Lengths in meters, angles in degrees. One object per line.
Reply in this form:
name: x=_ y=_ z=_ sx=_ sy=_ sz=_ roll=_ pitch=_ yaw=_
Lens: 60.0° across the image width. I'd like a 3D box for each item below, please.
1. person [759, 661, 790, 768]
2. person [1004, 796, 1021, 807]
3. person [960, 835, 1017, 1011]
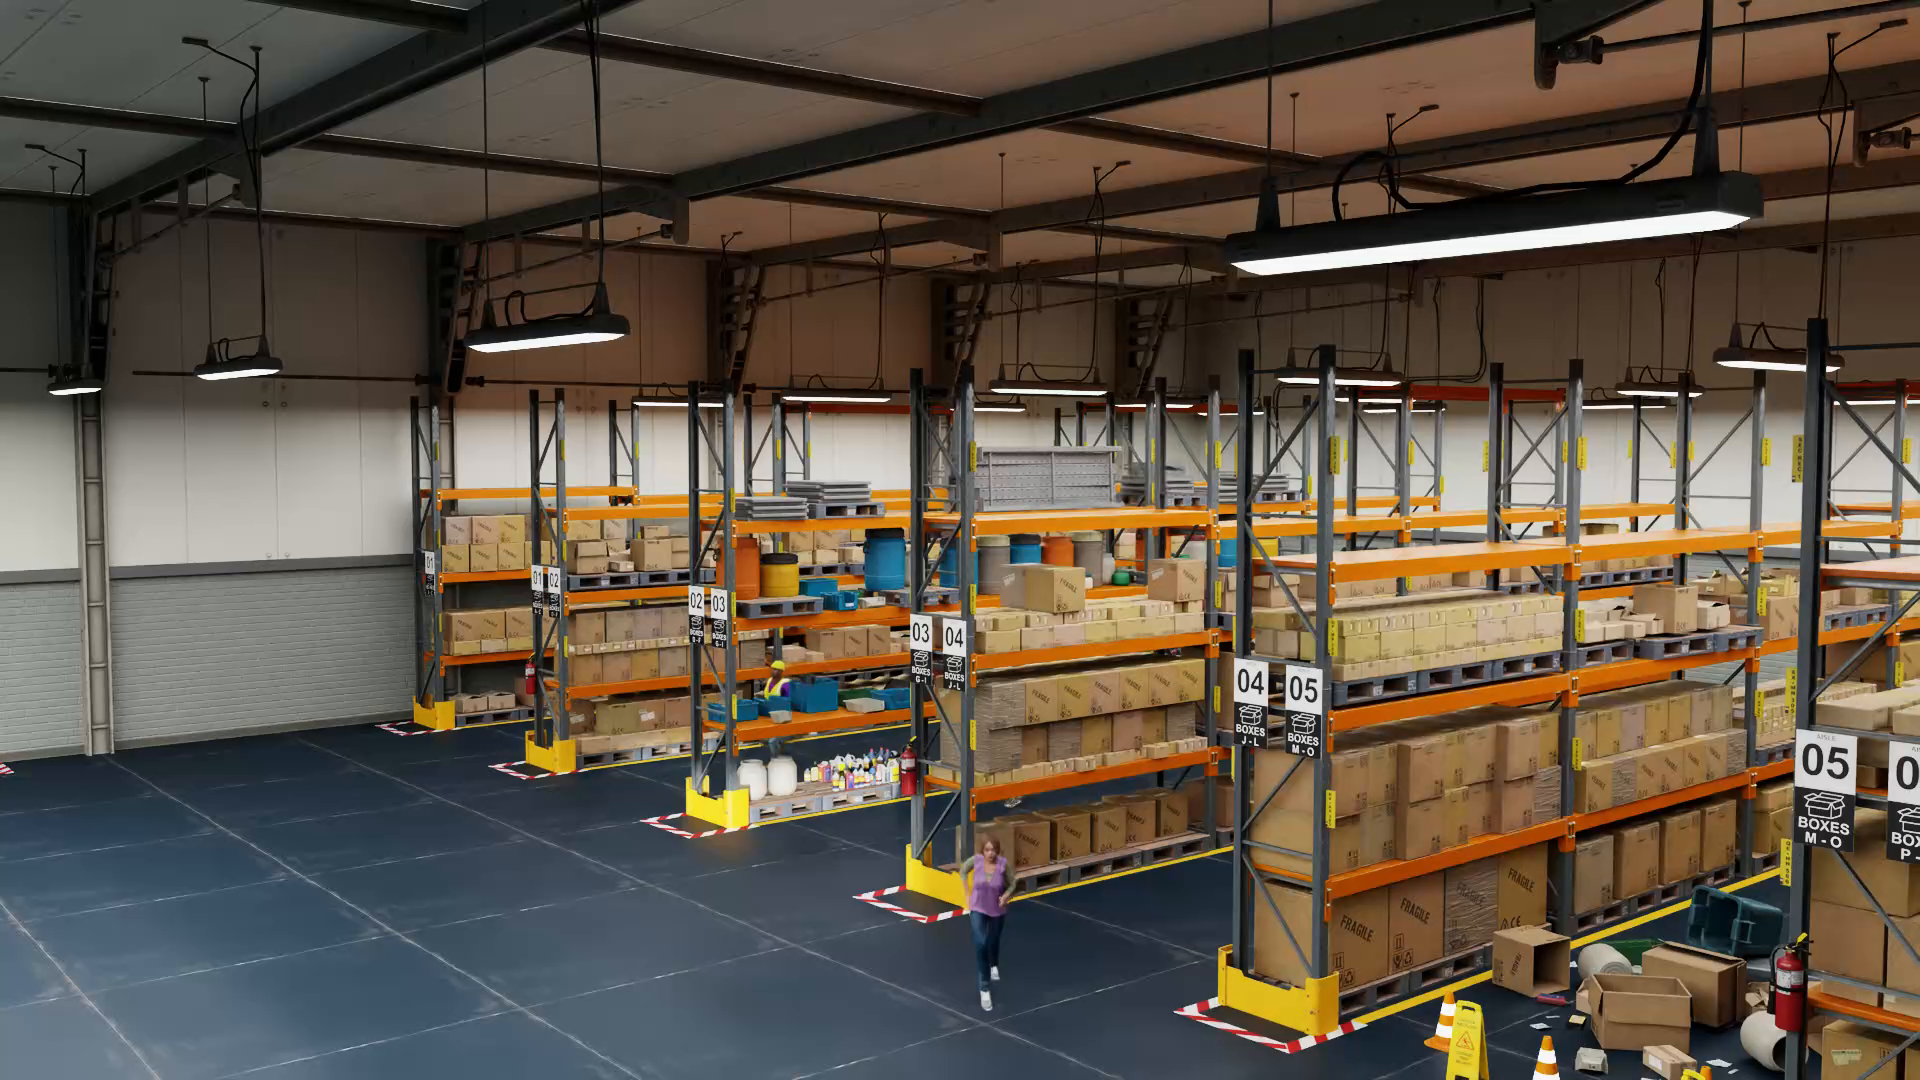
person: x=-2.895 y=2.761 z=26.311 sx=0.717 sy=1.717 sz=0.591 roll=3 pitch=4 yaw=40
person: x=0.649 y=3.074 z=23.261 sx=0.570 sy=1.433 sz=0.828 roll=2 pitch=4 yaw=32
person: x=0.261 y=3.473 z=15.497 sx=0.527 sy=1.576 sz=0.864 roll=0 pitch=3 yaw=-1
